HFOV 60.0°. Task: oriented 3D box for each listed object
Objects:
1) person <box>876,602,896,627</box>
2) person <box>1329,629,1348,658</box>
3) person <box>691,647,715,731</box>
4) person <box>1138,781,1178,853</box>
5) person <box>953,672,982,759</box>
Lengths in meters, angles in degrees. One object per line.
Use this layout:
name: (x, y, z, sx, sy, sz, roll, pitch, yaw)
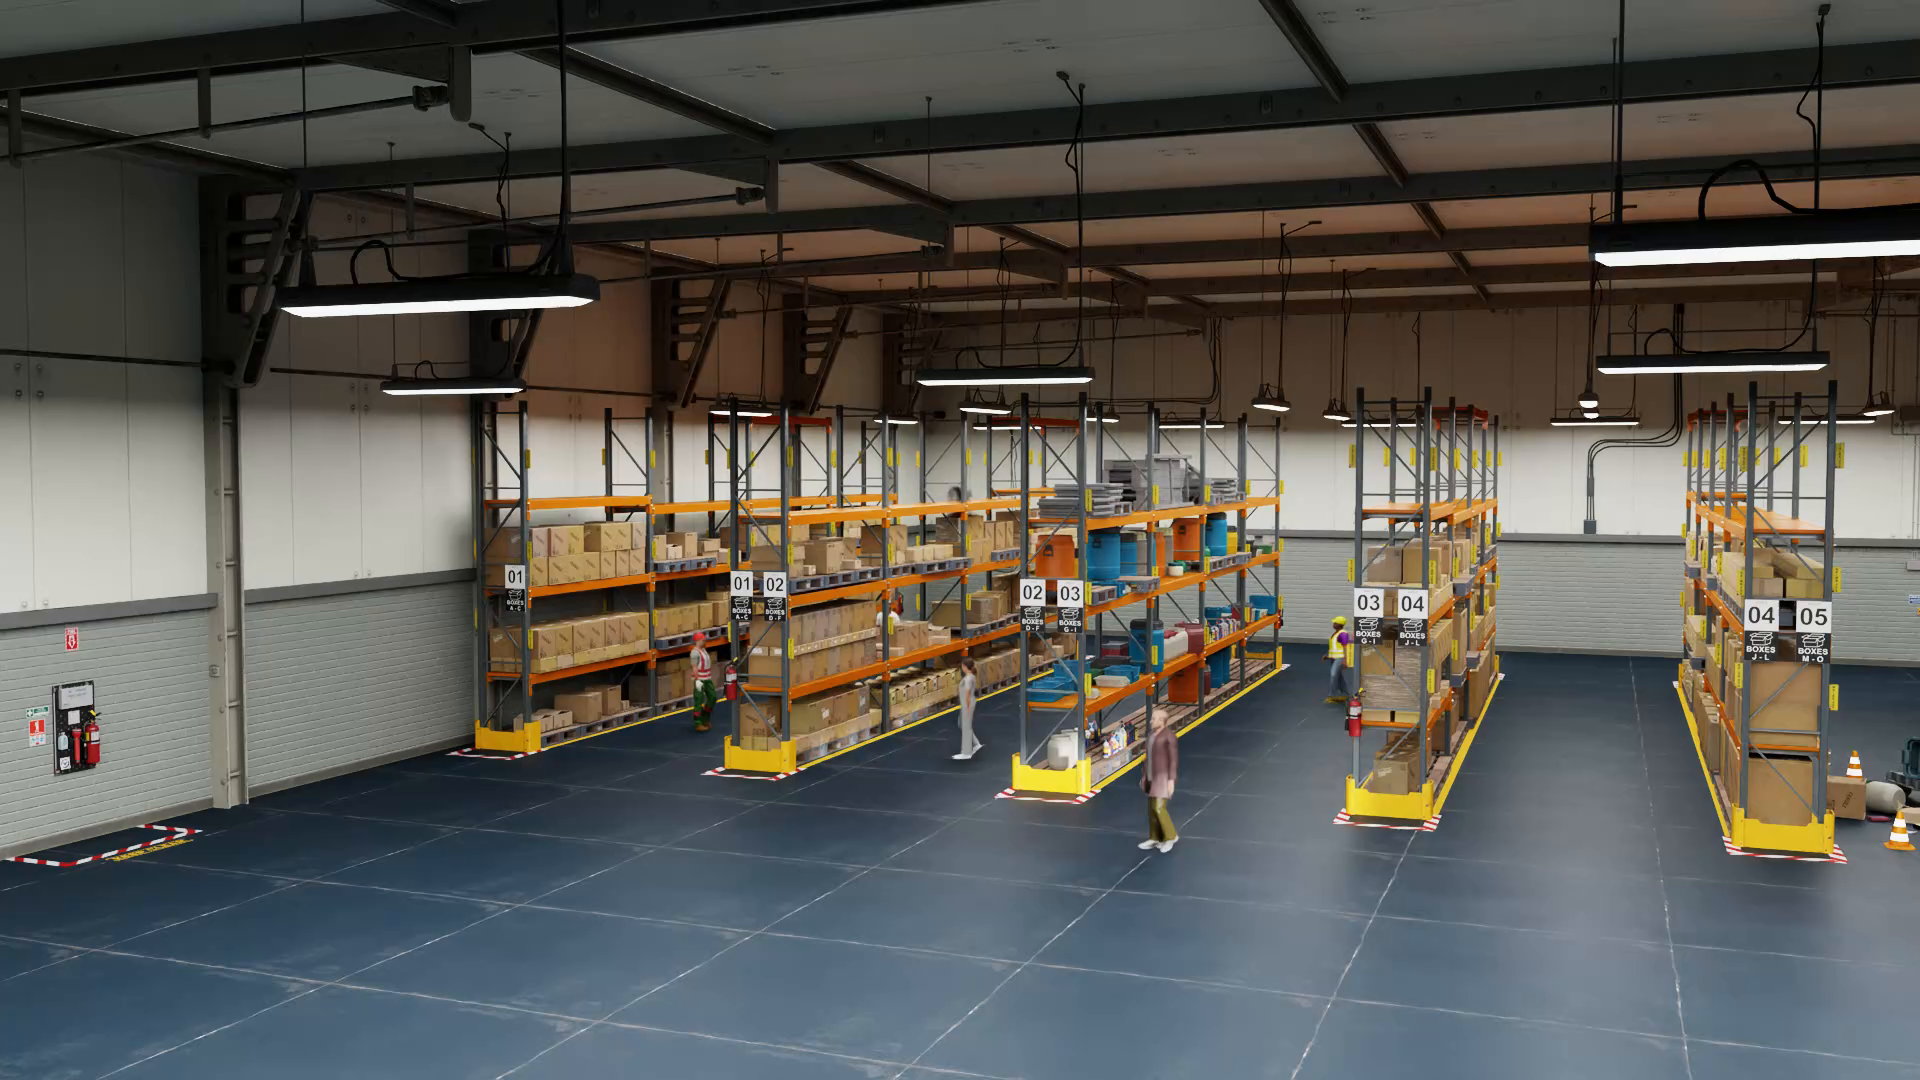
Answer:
person: (-1.688, 1.942, 38.791, 0.724, 1.073, 0.431, 1, 3, 17)
person: (7.804, 2.135, 34.275, 0.398, 0.608, 0.443, -1, 3, -24)
person: (-4.739, 2.772, 30.765, 0.330, 1.533, 0.421, 1, 3, 27)
person: (2.549, 3.418, 21.261, 0.470, 1.080, 0.429, -1, 3, -27)
person: (0.129, 2.930, 27.793, 0.459, 1.437, 0.482, 0, 3, 4)
